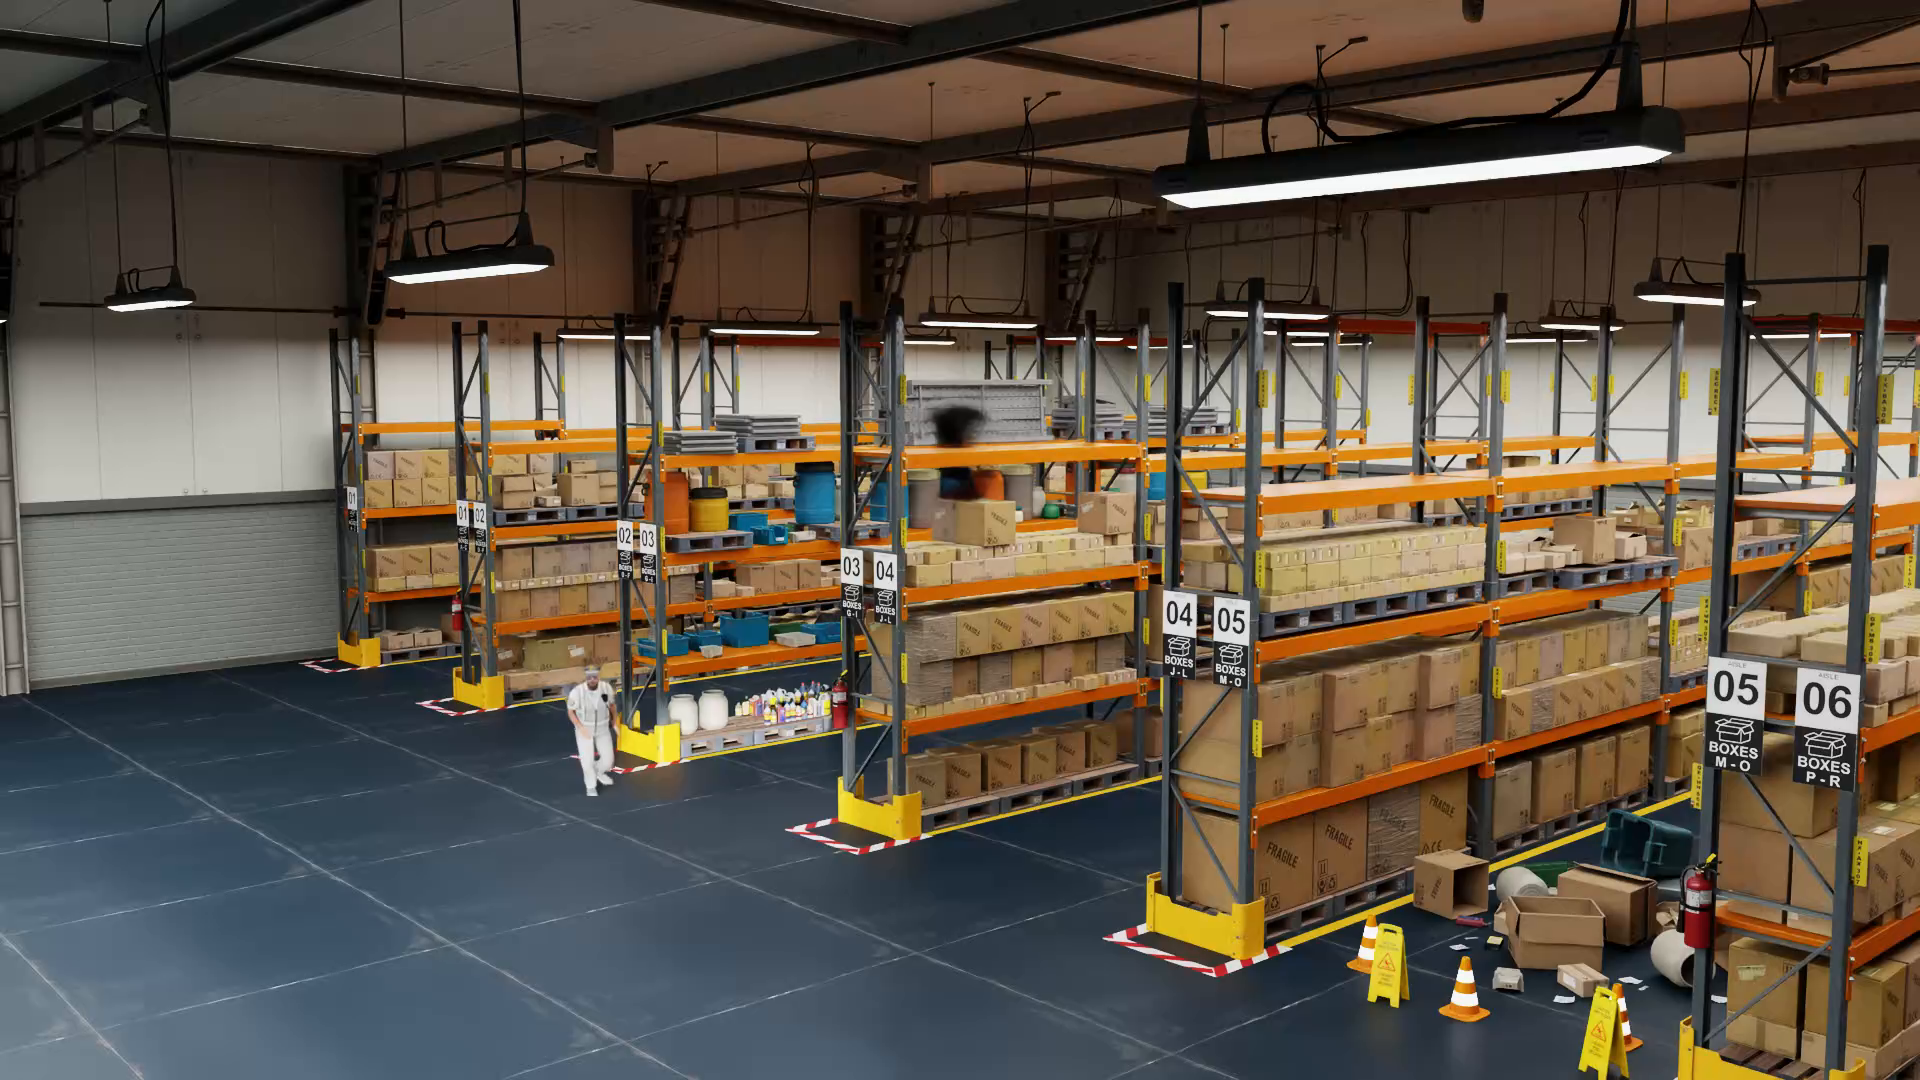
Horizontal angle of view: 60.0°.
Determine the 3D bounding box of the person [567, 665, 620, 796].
[{"bbox_3d":[-4.510,2.312,20.405,0.651,1.679,0.777,-3,6,-25],"label":"person"}]
